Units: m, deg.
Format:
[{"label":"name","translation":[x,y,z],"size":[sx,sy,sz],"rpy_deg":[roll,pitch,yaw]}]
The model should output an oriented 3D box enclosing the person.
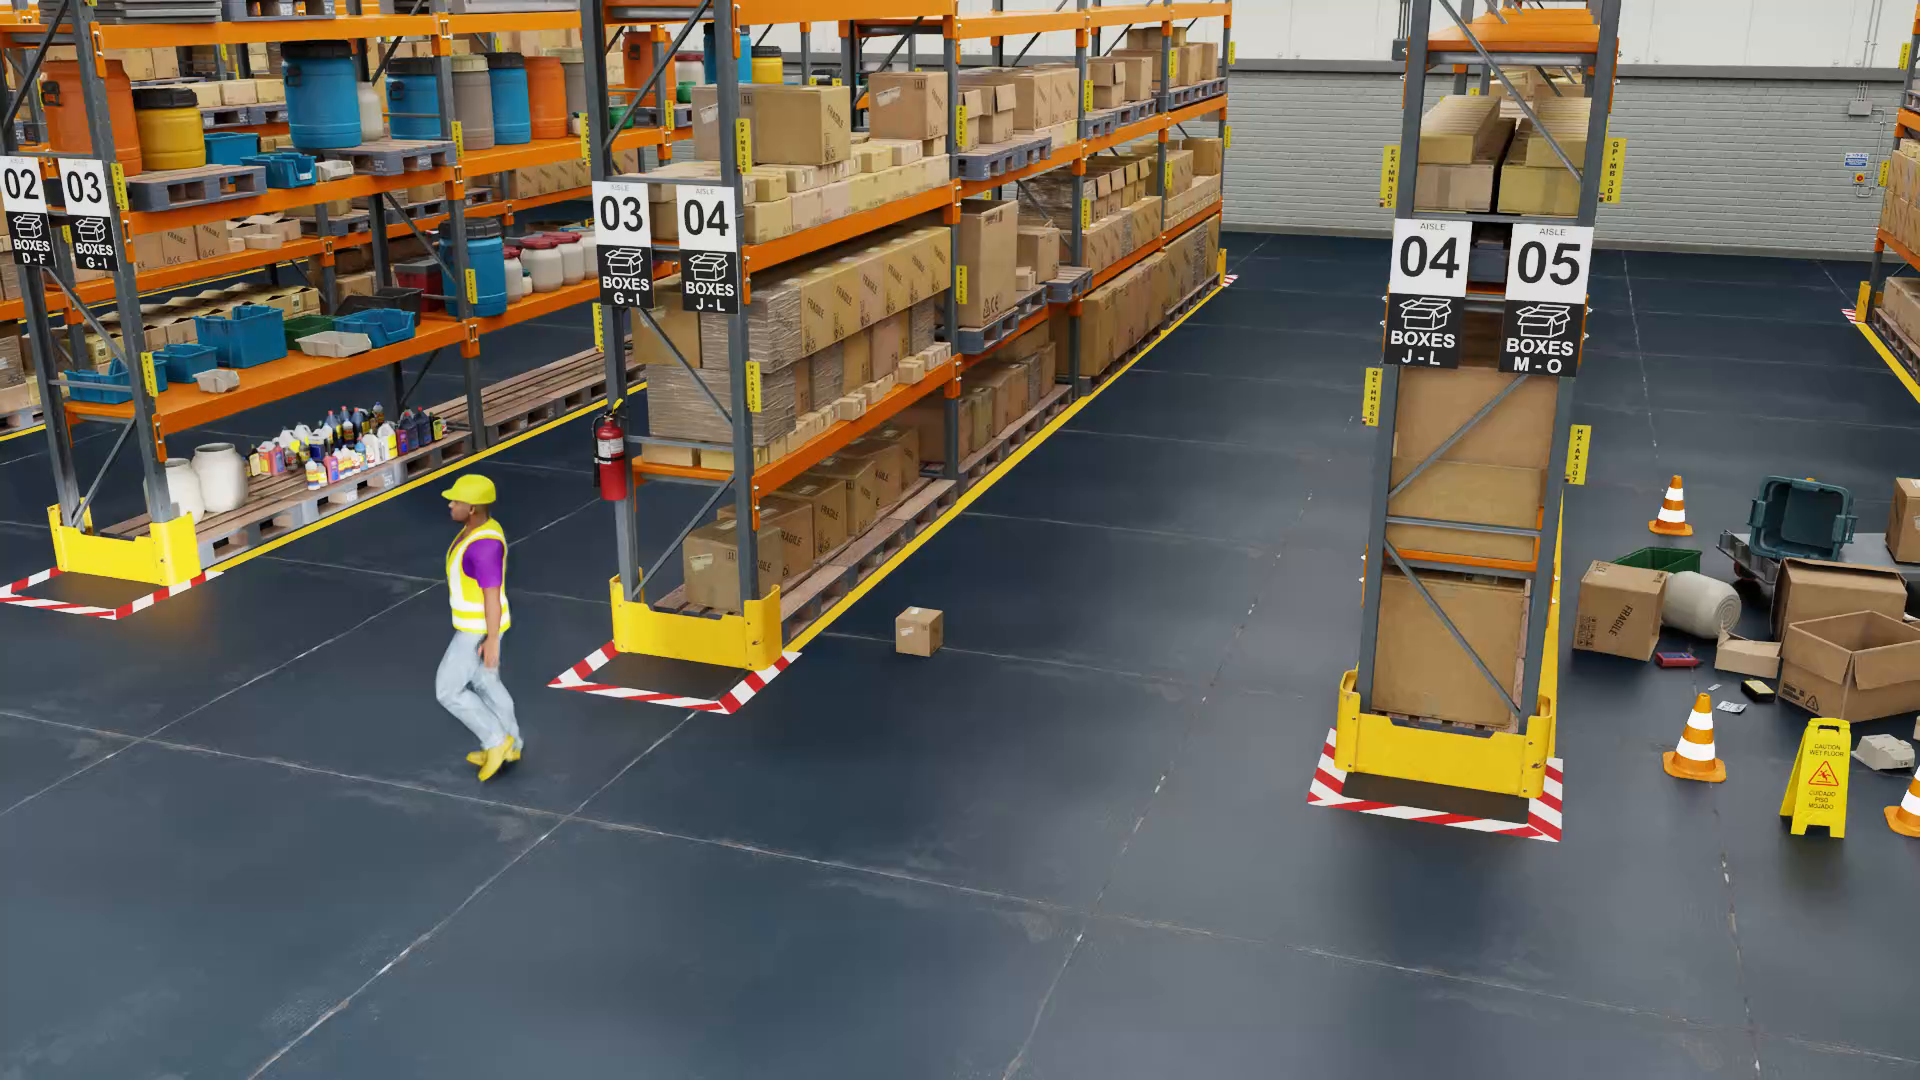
[{"label":"person","translation":[-2.783,0.496,9.495],"size":[0.463,1.793,0.607],"rpy_deg":[-5,19,-15]}]
